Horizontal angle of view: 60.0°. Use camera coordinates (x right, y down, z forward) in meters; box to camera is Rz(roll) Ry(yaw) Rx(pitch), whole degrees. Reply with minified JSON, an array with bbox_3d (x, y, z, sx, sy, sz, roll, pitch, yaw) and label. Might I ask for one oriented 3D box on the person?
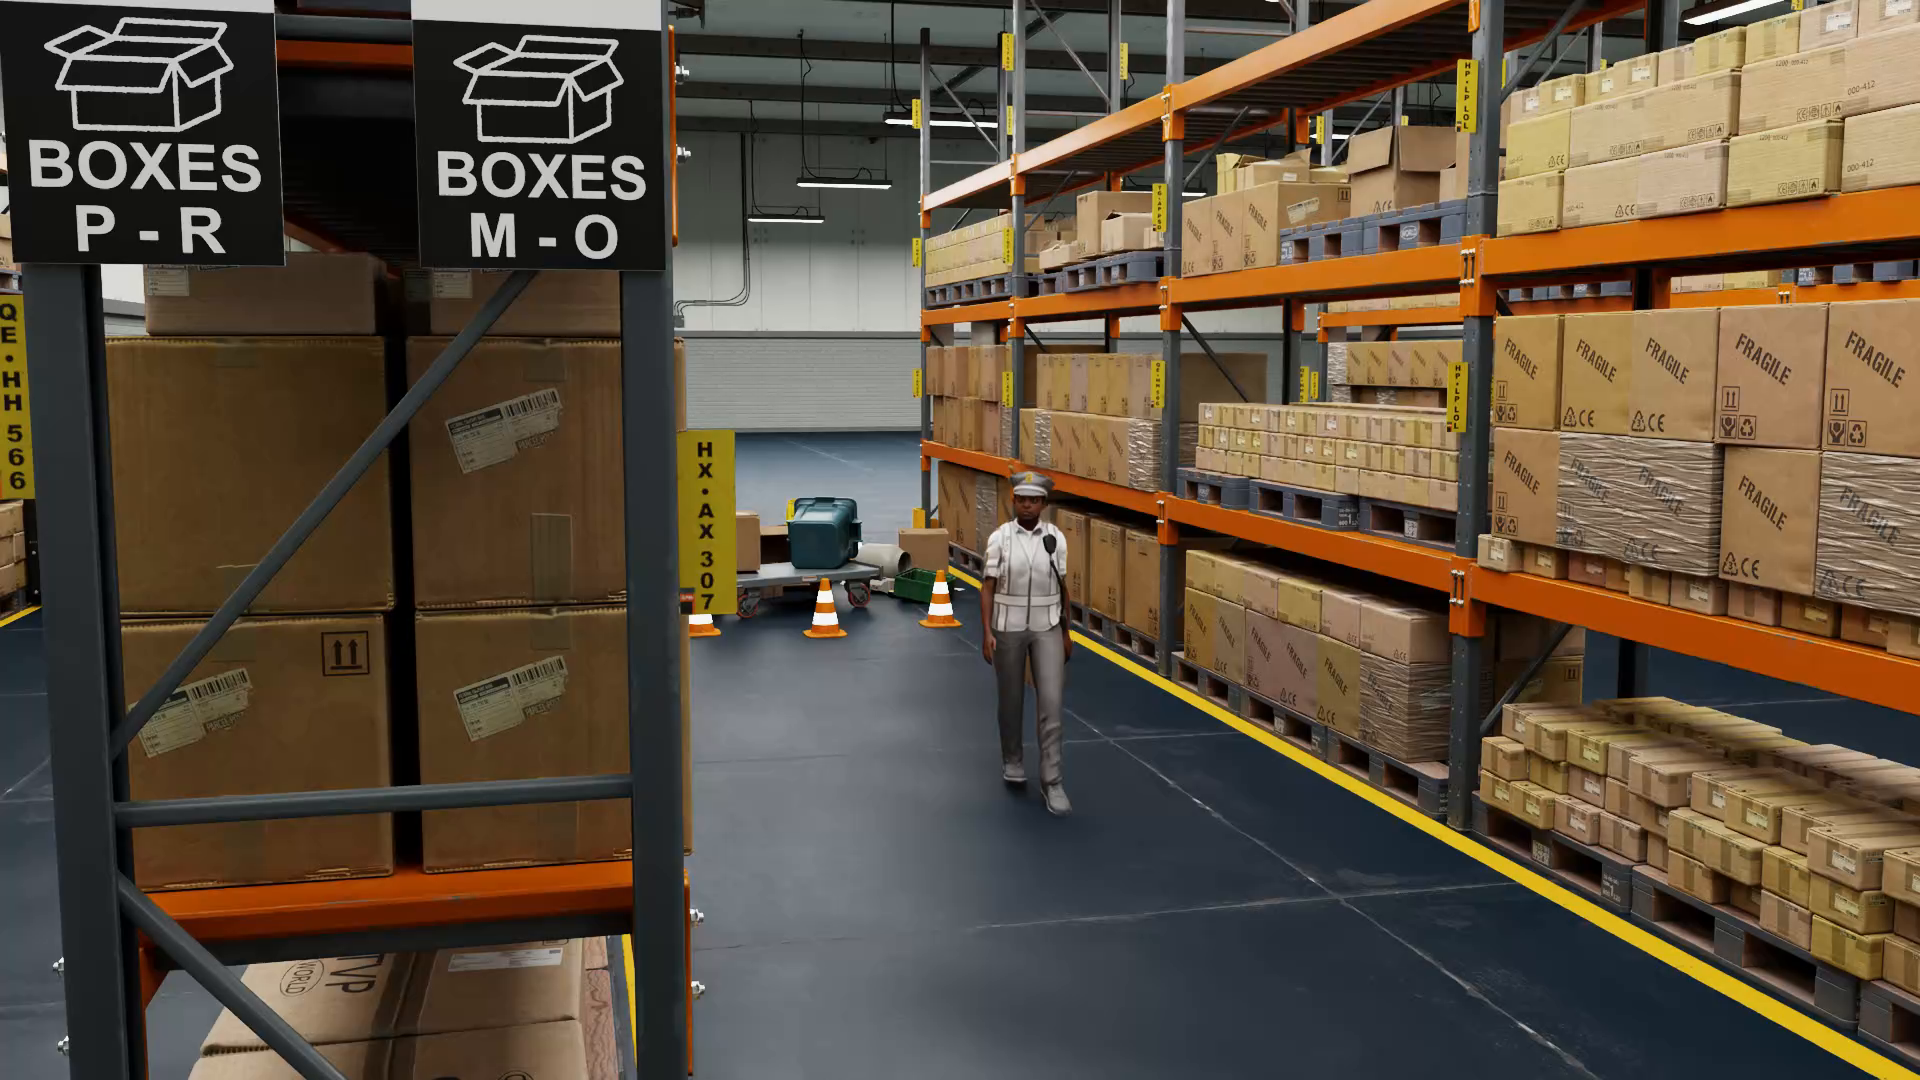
[{"bbox_3d":[0.348,0.490,8.533,0.486,1.683,0.824,0,6,0],"label":"person"}]
